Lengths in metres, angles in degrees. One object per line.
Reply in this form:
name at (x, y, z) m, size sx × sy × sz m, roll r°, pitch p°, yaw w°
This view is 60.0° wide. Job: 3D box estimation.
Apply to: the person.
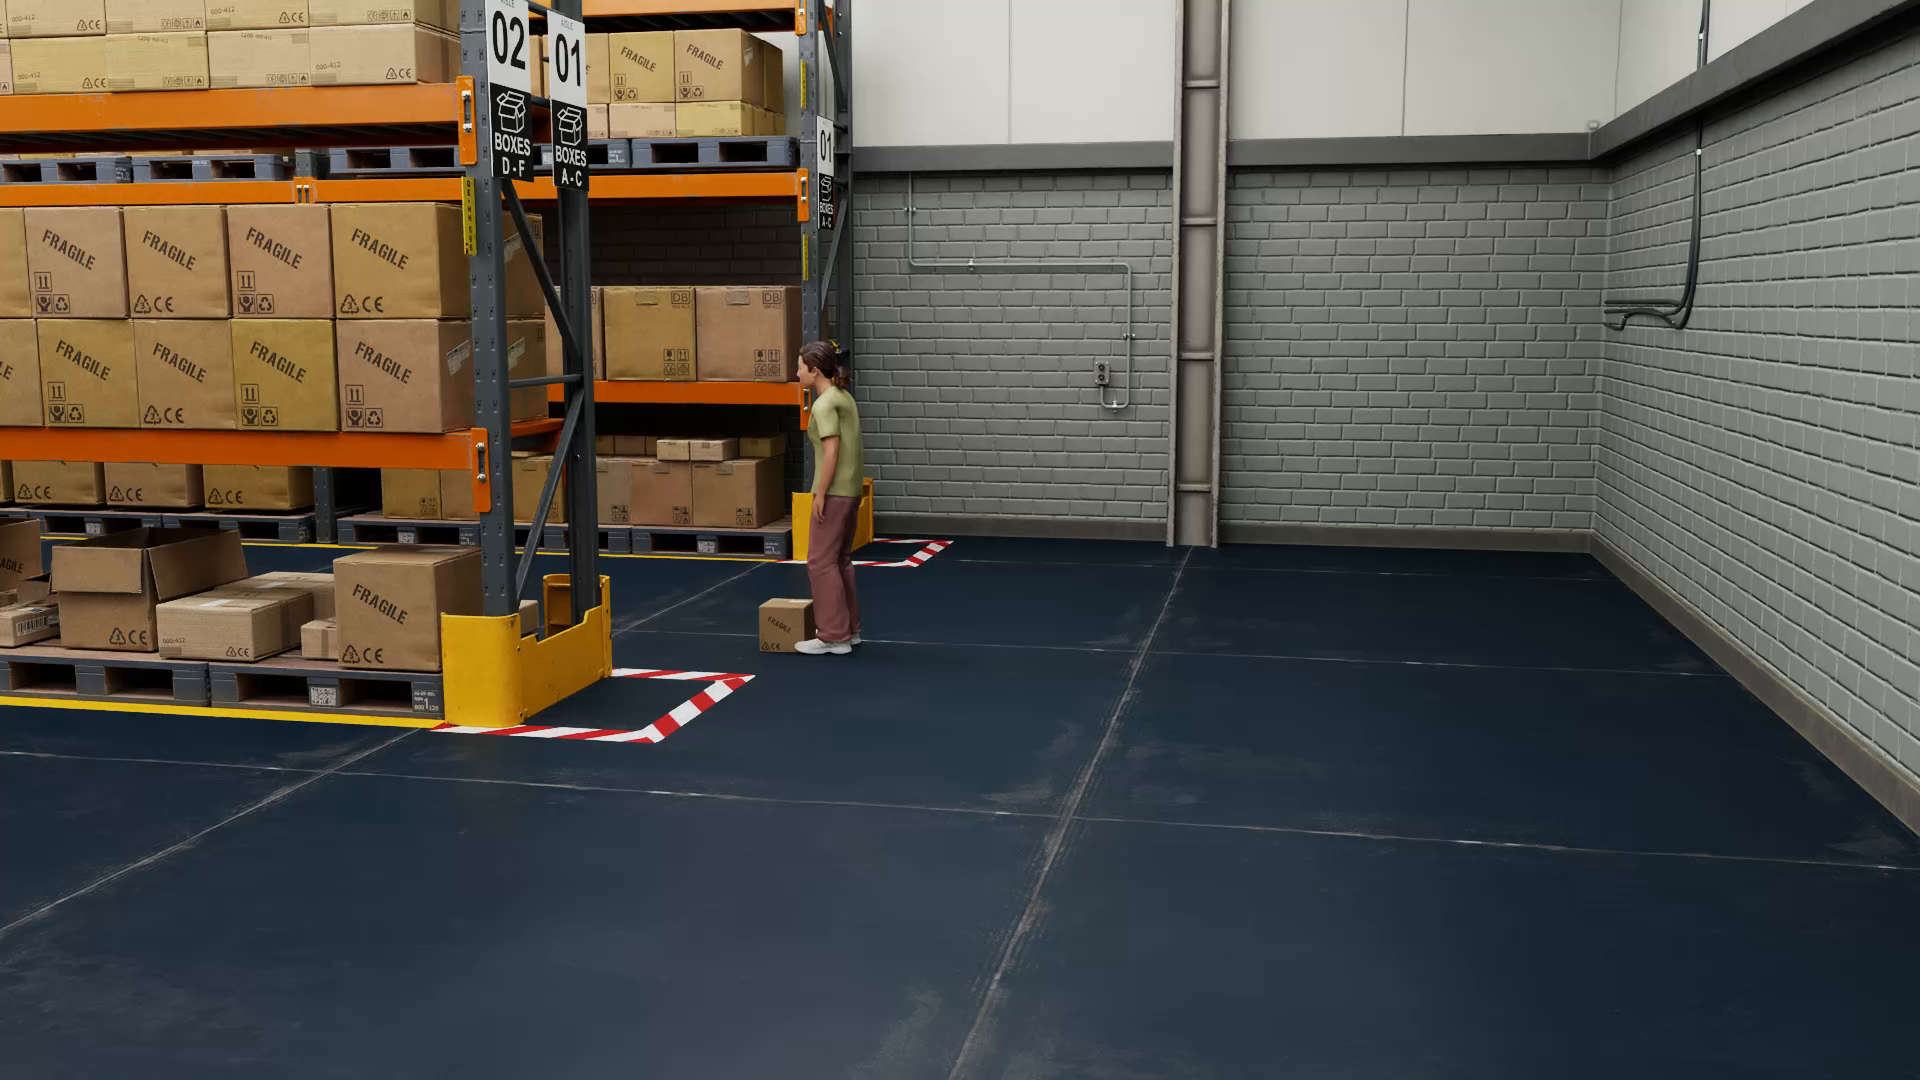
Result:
person at (-0.699, -0.231, 8.956) m, size 0.353 × 1.672 × 0.508 m, roll 1°, pitch 8°, yaw 10°
